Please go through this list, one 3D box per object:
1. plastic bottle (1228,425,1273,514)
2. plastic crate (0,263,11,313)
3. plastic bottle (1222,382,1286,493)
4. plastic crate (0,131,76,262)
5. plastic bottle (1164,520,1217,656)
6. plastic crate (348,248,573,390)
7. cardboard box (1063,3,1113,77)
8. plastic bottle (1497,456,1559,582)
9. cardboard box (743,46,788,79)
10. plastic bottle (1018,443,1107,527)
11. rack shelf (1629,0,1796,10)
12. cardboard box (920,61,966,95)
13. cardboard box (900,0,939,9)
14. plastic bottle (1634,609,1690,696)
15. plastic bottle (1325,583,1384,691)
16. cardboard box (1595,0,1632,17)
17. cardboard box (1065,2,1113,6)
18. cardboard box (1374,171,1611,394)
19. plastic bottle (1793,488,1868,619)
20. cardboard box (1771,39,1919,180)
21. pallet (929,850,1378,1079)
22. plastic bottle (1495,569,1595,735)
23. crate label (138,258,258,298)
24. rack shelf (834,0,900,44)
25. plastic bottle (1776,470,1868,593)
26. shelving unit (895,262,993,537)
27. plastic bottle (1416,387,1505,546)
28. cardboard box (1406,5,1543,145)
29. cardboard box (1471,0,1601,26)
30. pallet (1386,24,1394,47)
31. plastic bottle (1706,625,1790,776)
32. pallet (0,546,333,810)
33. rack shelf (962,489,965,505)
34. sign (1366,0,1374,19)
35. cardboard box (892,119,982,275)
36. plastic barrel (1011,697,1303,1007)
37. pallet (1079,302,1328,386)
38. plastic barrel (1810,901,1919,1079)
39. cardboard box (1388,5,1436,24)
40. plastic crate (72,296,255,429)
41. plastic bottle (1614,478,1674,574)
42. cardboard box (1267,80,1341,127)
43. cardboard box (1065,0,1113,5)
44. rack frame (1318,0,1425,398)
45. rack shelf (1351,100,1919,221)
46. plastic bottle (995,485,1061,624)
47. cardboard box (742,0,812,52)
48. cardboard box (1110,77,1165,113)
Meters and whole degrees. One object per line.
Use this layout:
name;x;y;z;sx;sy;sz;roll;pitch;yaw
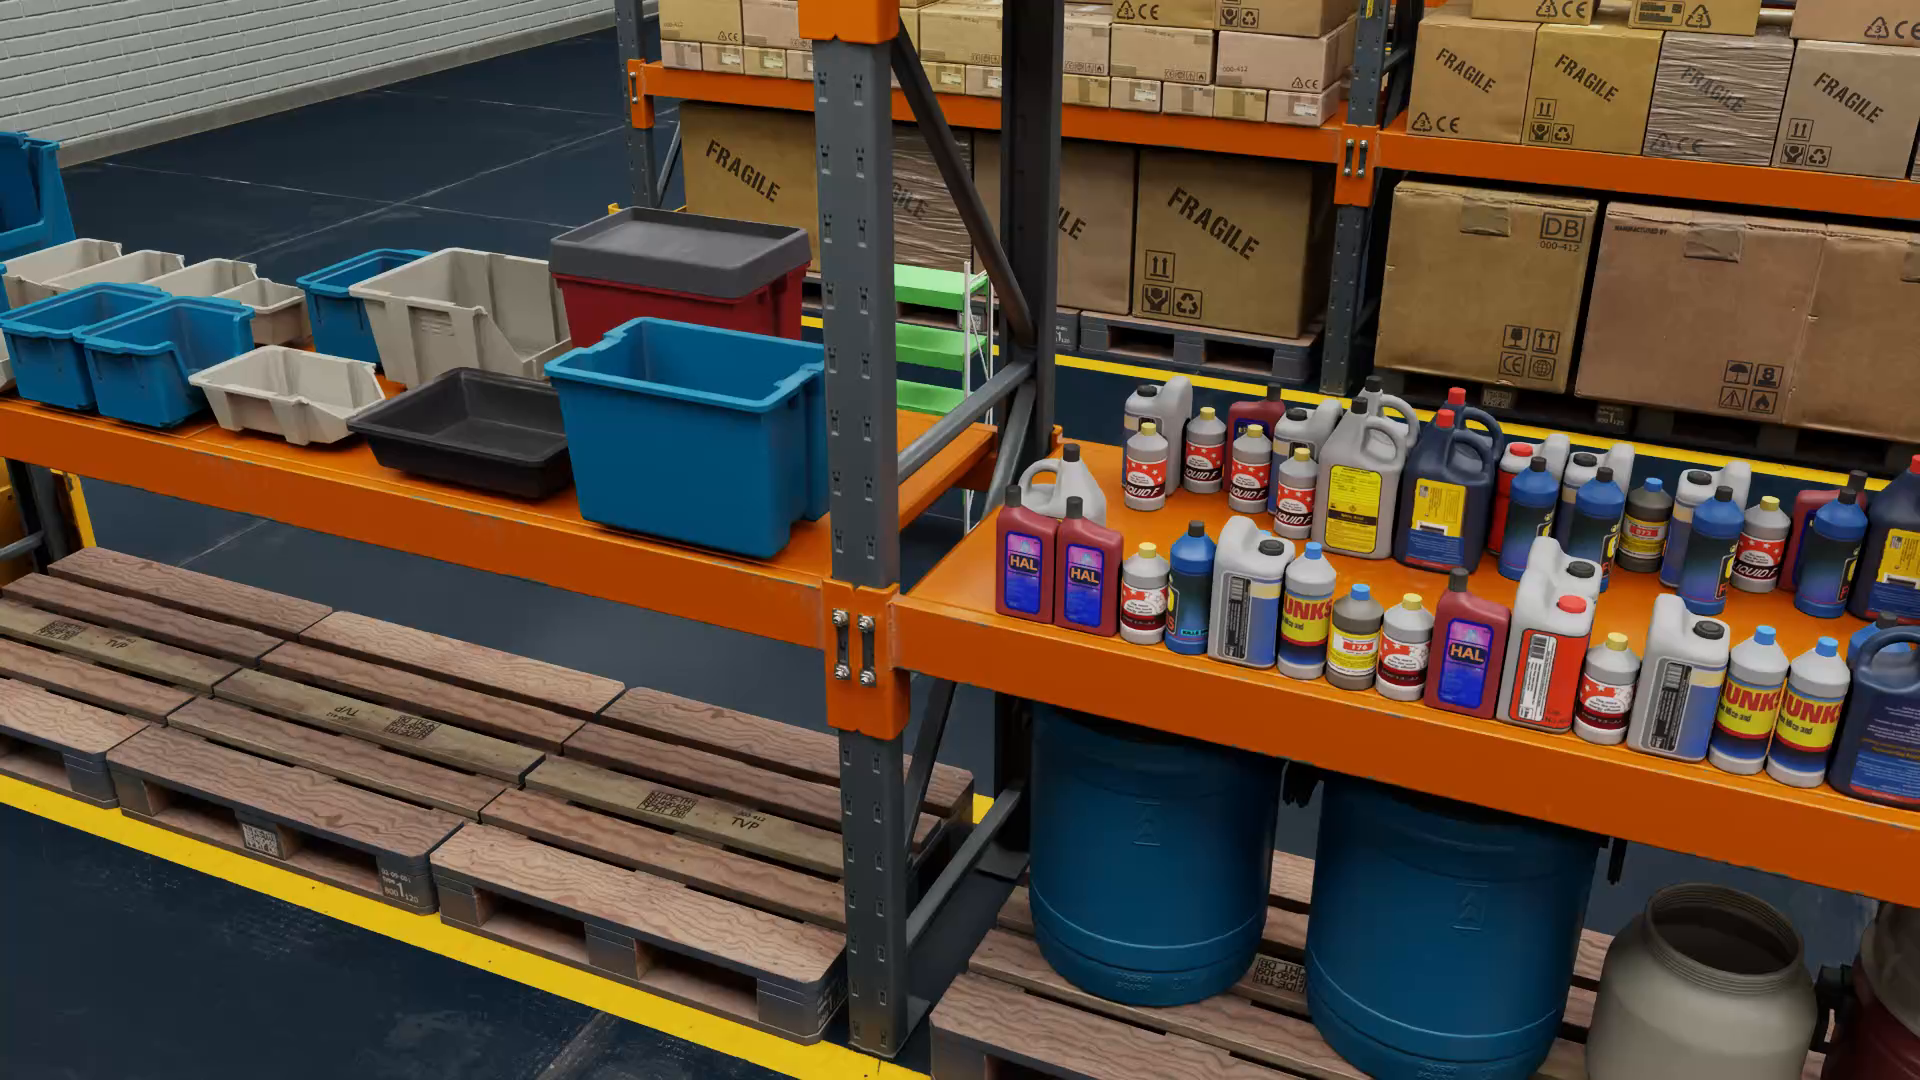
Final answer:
plastic bottle;0.690;-0.173;3.930;0.097;0.201;0.097;0;26;0
plastic crate;-2.969;-0.648;4.793;0.300;0.233;0.416;11;28;22
plastic bottle;0.706;-0.245;3.983;0.133;0.283;0.061;11;28;22
plastic crate;-3.275;-1.051;5.381;0.499;0.435;0.616;11;28;22
plastic bottle;0.464;0.089;3.319;0.097;0.271;0.097;0;26;0
plastic crate;-1.330;-0.590;4.619;0.530;0.282;0.437;11;28;22
cardboard box;0.587;-2.483;8.230;0.500;0.250;0.500;12;29;23
plastic bottle;1.234;-0.051;3.603;0.097;0.271;0.097;0;26;0
cardboard box;-0.953;-2.583;8.884;0.250;0.149;0.380;11;28;21
plastic bottle;0.207;-0.039;3.489;0.185;0.351;0.144;11;28;22
rack shelf;6.000;-3.542;11.363;4.000;0.370;1.077;11;28;22
cardboard box;-0.020;-2.395;8.503;0.250;0.149;0.380;11;28;21
cardboard box;-0.352;-3.008;8.449;0.500;0.500;0.500;11;28;20
plastic bottle;1.337;0.222;3.128;0.097;0.201;0.097;0;26;0
plastic bottle;0.764;0.181;3.212;0.097;0.201;0.097;0;26;0
cardboard box;3.021;-2.230;7.771;0.500;0.500;0.500;12;29;23
cardboard box;0.791;-2.697;8.666;0.500;0.250;0.500;12;29;23
cardboard box;2.625;-1.381;8.089;0.875;0.875;1.225;11;28;22
plastic bottle;1.815;0.022;3.455;0.097;0.271;0.097;0;26;0
cardboard box;3.736;-1.839;6.977;0.500;0.500;0.500;12;29;23
pallet;0.669;1.146;4.184;1.213;0.211;1.003;11;28;22
plastic bottle;1.091;0.200;3.089;0.135;0.276;0.152;11;28;22
crate label;-2.318;-0.727;5.061;0.243;0.136;0.396;11;28;22
rack shelf;1.805;-0.920;2.642;4.000;0.370;1.077;11;28;22
plastic bottle;1.831;-0.019;3.524;0.133;0.283;0.061;11;28;22
shelving unit;-0.151;-0.569;6.546;0.503;1.200;0.258;11;28;22
plastic bottle;1.125;-0.171;3.756;0.185;0.351;0.144;11;28;22
cardboard box;2.350;-2.115;7.536;0.500;0.500;0.500;11;28;22
cardboard box;2.619;-2.636;7.459;0.637;0.503;0.797;11;28;20
pallet;4.362;-5.381;17.441;1.213;0.211;1.003;11;28;22
plastic bottle;1.396;0.276;2.938;0.097;0.271;0.097;0;26;0
pallet;-2.922;0.423;5.652;1.213;0.211;1.003;11;28;22
rack shelf;-0.151;-0.296;6.681;0.480;0.148;0.258;11;28;22
sign;1.806;-2.455;7.271;0.005;0.325;0.100;11;28;22
cardboard box;-0.163;-1.970;9.285;0.875;0.875;0.875;11;28;22
plastic barrel;0.472;0.596;4.043;0.708;0.901;0.600;11;28;22
pallet;1.375;-1.174;8.896;1.213;0.211;1.003;11;28;22
plastic barrel;2.145;1.073;3.430;0.708;0.588;0.600;11;28;22
cardboard box;4.794;-5.600;17.153;0.875;0.438;0.875;10;28;20
plastic crate;-2.097;-0.473;4.437;0.300;0.233;0.416;11;28;22
plastic bottle;1.508;-0.038;3.656;0.097;0.201;0.097;0;26;0
cardboard box;1.621;-2.066;7.835;0.250;0.149;0.380;12;28;22
cardboard box;0.784;-3.034;8.500;0.500;0.500;0.500;10;28;20
rack frame;2.034;-2.255;7.933;0.127;3.000;1.000;11;28;22
rack shelf;3.855;-1.566;7.350;4.000;0.370;1.077;11;28;22
plastic bottle;0.141;0.028;3.430;0.133;0.283;0.061;11;28;22
cardboard box;-0.806;-2.763;8.800;0.500;0.250;0.500;11;28;21
cardboard box;0.919;-2.207;8.121;0.250;0.149;0.380;12;29;23
